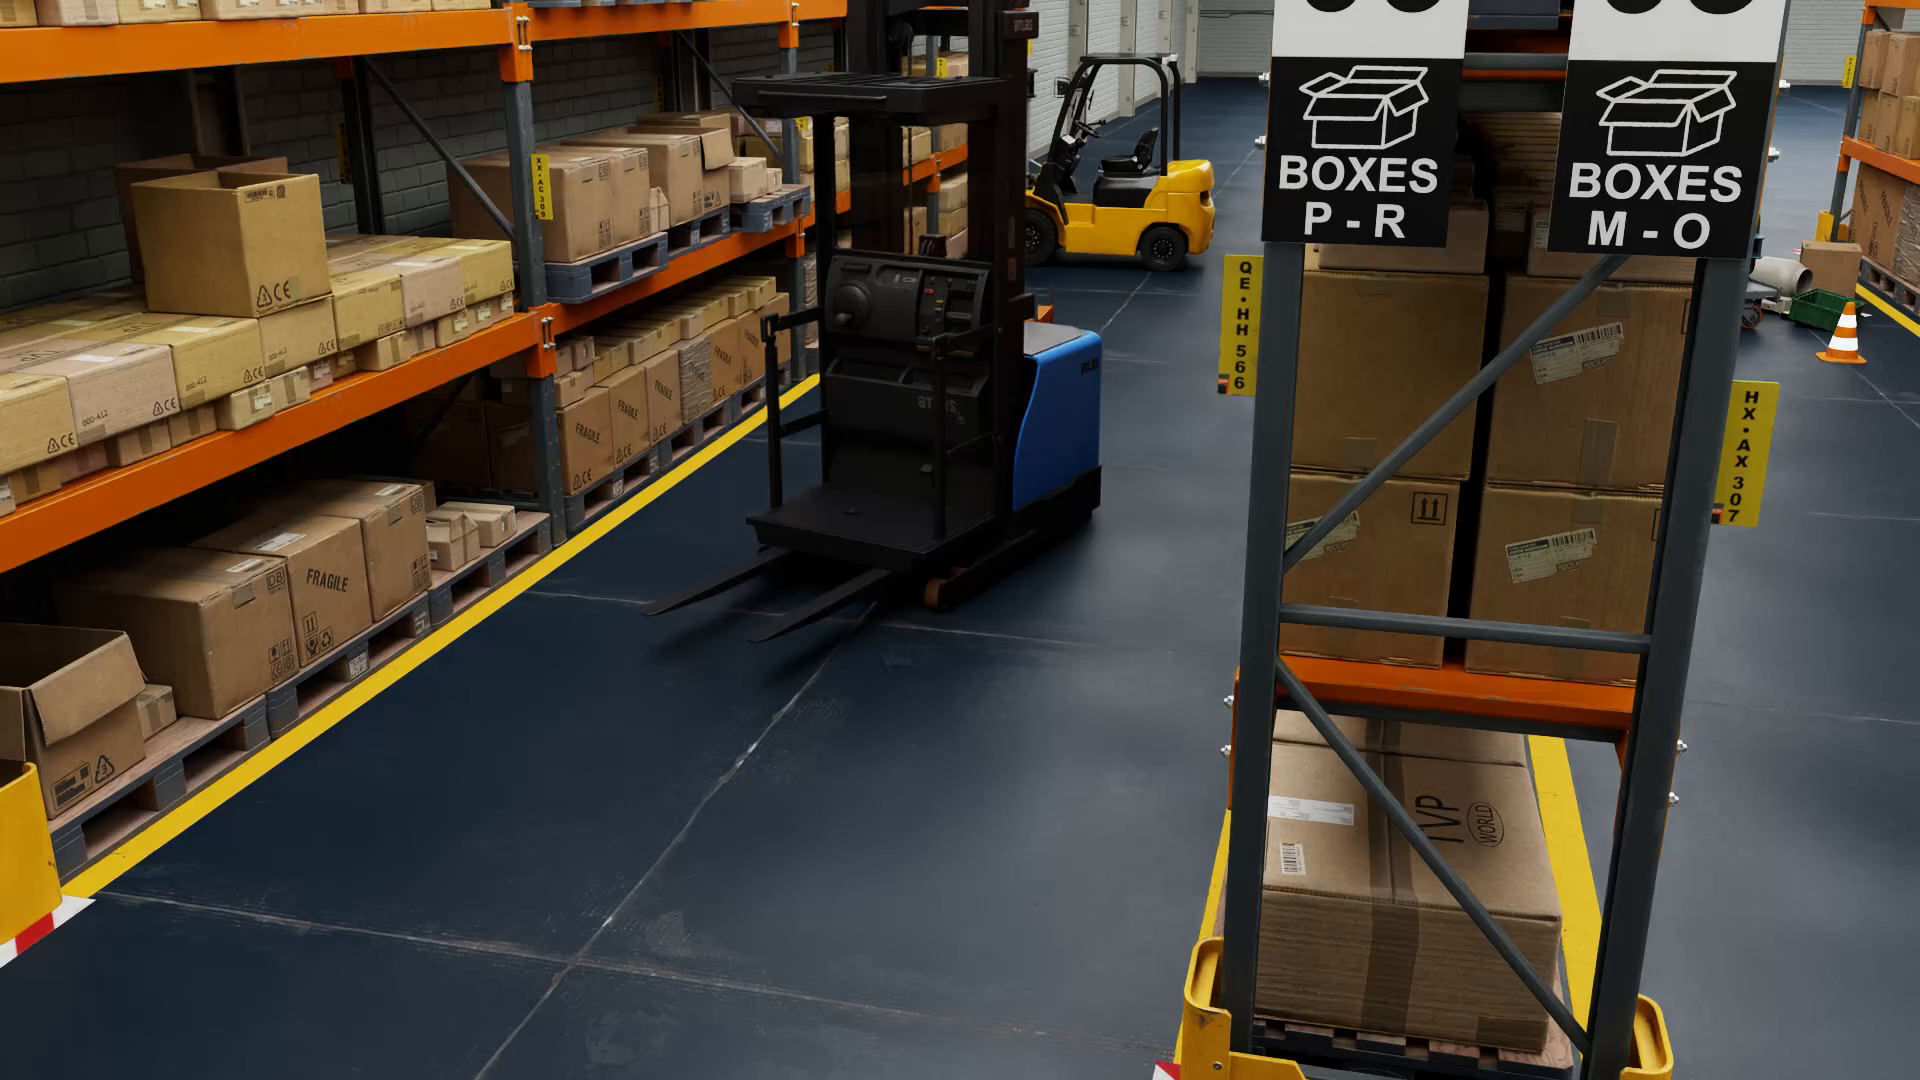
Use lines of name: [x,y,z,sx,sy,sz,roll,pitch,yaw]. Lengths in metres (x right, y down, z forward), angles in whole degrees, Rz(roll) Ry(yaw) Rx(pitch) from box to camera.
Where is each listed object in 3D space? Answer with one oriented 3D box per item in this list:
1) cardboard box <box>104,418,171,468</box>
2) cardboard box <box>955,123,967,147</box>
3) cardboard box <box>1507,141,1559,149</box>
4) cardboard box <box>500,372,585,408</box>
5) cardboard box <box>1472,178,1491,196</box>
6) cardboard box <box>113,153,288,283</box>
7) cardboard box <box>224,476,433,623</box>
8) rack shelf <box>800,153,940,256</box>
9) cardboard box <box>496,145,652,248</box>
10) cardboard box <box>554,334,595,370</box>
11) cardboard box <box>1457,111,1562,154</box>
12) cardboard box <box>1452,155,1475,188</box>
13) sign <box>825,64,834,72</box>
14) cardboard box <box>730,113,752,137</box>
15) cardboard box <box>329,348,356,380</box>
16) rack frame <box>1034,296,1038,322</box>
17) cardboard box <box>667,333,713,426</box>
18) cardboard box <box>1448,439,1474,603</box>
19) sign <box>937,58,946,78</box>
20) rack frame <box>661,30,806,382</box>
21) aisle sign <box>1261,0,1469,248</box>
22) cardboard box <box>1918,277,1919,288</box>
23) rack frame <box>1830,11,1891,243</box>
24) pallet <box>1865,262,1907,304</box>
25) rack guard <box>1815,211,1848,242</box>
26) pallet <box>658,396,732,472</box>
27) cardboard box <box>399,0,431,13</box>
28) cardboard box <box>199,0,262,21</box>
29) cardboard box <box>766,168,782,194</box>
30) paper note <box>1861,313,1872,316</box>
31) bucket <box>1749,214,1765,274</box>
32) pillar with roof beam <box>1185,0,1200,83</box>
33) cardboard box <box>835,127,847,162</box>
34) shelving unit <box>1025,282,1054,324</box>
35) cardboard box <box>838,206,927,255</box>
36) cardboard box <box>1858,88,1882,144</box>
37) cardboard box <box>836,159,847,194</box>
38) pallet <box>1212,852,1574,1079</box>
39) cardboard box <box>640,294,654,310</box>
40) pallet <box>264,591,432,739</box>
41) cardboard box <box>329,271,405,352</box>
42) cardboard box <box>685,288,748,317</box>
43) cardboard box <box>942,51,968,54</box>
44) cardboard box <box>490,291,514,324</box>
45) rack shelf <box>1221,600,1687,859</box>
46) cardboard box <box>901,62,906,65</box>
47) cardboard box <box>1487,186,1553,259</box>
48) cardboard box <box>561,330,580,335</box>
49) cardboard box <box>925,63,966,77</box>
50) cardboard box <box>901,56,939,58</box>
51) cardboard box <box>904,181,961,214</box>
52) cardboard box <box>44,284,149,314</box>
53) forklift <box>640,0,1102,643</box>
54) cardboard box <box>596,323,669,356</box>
cardboard box: [-3.124,-0.381,6.052,0.380,0.149,0.250,5,20,15]
cardboard box: [-0.235,-4.267,16.886,0.500,0.500,0.500,5,19,14]
cardboard box: [1.949,-1.185,5.310,0.380,0.149,0.250,4,19,12]
cardboard box: [-2.317,-0.844,9.231,0.380,0.149,0.250,6,20,16]
cardboard box: [1.927,-0.914,5.522,0.500,0.500,0.500,5,19,14]
cardboard box: [-3.284,-1.409,7.282,0.500,0.500,0.500,4,19,12]
cardboard box: [-2.898,0.034,7.665,0.700,0.500,0.500,4,19,11]
rack shelf: [-1.197,-2.970,14.355,1.077,0.370,4.000,5,19,13]
cardboard box: [-2.201,-1.972,9.516,0.700,0.500,0.500,5,19,14]
cardboard box: [-2.300,-1.070,9.433,0.380,0.149,0.250,4,19,11]
cardboard box: [2.145,-1.593,6.506,0.380,0.149,0.250,5,19,13]
cardboard box: [1.322,-1.062,4.951,0.380,0.149,0.250,4,19,13]
sign: [-1.246,-4.428,16.048,0.100,0.325,0.005,5,19,13]
cardboard box: [-1.802,-3.156,12.627,0.380,0.149,0.250,5,20,15]
cardboard box: [-2.875,-0.790,7.248,0.380,0.149,0.250,5,19,14]
rack frame: [0.334,-0.844,9.801,0.240,1.200,0.015,4,19,13]
cardboard box: [-1.947,-1.065,10.883,0.500,0.500,0.500,4,19,11]
cardboard box: [1.667,-0.121,4.746,0.500,0.500,0.500,4,19,13]
sign: [-0.179,-4.408,15.783,0.100,0.325,0.005,5,19,13]
rack frame: [-1.685,-2.683,12.403,1.000,3.000,0.127,5,19,13]
aisle sign: [0.856,-1.017,3.503,0.394,0.787,0.004,5,19,13]
cardboard box: [9.153,-2.572,14.714,0.875,0.875,0.875,5,19,14]
rack frame: [9.908,-4.441,17.548,1.000,3.000,0.127,5,19,13]
pallet: [9.489,-2.483,16.131,1.003,0.211,1.213,5,19,13]
rack guard: [9.914,-3.265,17.974,1.175,0.500,0.348,5,19,13]
pallet: [-2.204,-0.751,11.061,1.003,0.211,1.213,5,19,13]
cardboard box: [-2.601,-2.434,7.422,0.380,0.149,0.250,5,20,15]
cardboard box: [-2.868,-2.031,6.241,0.380,0.149,0.250,5,19,13]
cardboard box: [-1.474,-2.527,11.684,0.380,0.149,0.250,5,19,14]
paper note: [8.217,-2.064,15.184,0.147,0.020,0.142,-9,21,-24]
bucket: [6.729,-2.582,14.819,0.726,0.611,0.620,12,32,32]
pillar with roof beam: [10.730,-16.946,44.878,9.100,9.000,0.400,5,19,13]
cardboard box: [-1.216,-3.126,13.156,0.500,0.250,0.500,5,20,15]
shelving unit: [0.390,-0.920,10.026,0.258,1.200,0.503,4,19,13]
cardboard box: [-0.824,-2.848,15.908,0.875,0.625,0.625,6,20,16]
cardboard box: [9.862,-4.392,17.173,0.875,0.550,0.550,5,19,13]
cardboard box: [-1.212,-2.889,13.238,0.500,0.250,0.500,4,19,12]
pallet: [1.294,1.278,5.120,1.003,0.211,1.213,5,19,13]
cardboard box: [-2.345,-1.624,11.516,0.380,0.149,0.250,4,19,11]
pallet: [-3.127,0.489,7.430,1.003,0.211,1.213,5,19,13]
cardboard box: [-2.793,-1.007,7.267,0.500,0.250,0.500,5,19,13]
cardboard box: [-1.704,-1.664,11.633,0.380,0.149,0.250,4,19,12]
cardboard box: [-0.020,-5.597,19.316,0.380,0.149,0.250,4,19,12]
cardboard box: [-2.495,-1.191,8.422,0.380,0.149,0.250,5,19,14]
rack shelf: [1.663,-0.071,5.869,1.077,0.370,4.000,5,19,13]
cardboard box: [-0.769,-4.799,16.978,0.380,0.149,0.250,4,19,12]
cardboard box: [1.525,-0.790,4.154,0.380,0.149,0.250,5,20,15]
cardboard box: [-2.586,-1.215,10.317,0.380,0.149,0.250,5,20,15]
cardboard box: [-0.150,-4.751,16.838,0.380,0.149,0.250,5,20,15]
cardboard box: [-0.442,-5.199,18.149,0.380,0.149,0.250,4,19,12]
cardboard box: [-0.285,-3.435,16.660,0.500,0.250,0.500,4,19,13]
cardboard box: [-3.404,-0.891,6.927,0.500,0.250,0.500,5,19,13]
forklift: [-0.384,-1.208,8.189,1.130,2.935,3.031,11,22,29]
cardboard box: [-2.059,-1.258,10.444,0.380,0.149,0.250,5,20,15]
